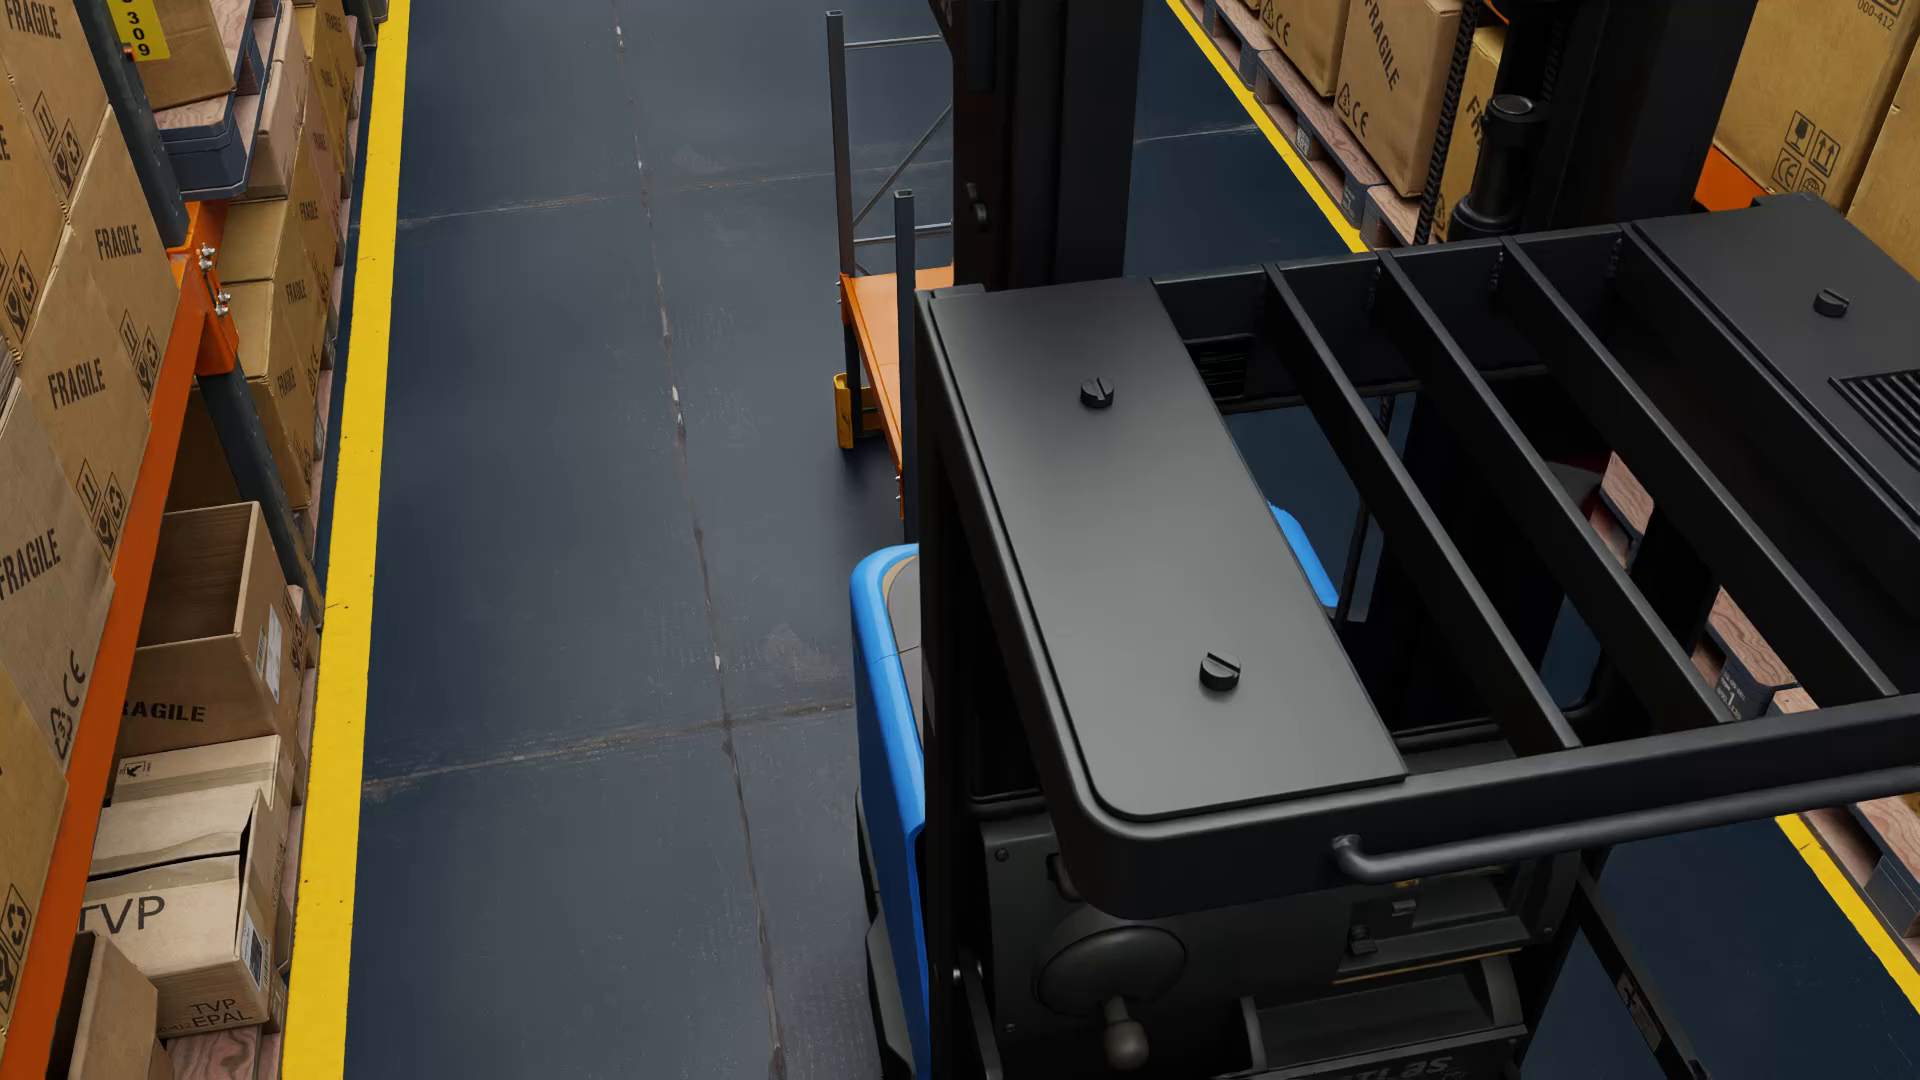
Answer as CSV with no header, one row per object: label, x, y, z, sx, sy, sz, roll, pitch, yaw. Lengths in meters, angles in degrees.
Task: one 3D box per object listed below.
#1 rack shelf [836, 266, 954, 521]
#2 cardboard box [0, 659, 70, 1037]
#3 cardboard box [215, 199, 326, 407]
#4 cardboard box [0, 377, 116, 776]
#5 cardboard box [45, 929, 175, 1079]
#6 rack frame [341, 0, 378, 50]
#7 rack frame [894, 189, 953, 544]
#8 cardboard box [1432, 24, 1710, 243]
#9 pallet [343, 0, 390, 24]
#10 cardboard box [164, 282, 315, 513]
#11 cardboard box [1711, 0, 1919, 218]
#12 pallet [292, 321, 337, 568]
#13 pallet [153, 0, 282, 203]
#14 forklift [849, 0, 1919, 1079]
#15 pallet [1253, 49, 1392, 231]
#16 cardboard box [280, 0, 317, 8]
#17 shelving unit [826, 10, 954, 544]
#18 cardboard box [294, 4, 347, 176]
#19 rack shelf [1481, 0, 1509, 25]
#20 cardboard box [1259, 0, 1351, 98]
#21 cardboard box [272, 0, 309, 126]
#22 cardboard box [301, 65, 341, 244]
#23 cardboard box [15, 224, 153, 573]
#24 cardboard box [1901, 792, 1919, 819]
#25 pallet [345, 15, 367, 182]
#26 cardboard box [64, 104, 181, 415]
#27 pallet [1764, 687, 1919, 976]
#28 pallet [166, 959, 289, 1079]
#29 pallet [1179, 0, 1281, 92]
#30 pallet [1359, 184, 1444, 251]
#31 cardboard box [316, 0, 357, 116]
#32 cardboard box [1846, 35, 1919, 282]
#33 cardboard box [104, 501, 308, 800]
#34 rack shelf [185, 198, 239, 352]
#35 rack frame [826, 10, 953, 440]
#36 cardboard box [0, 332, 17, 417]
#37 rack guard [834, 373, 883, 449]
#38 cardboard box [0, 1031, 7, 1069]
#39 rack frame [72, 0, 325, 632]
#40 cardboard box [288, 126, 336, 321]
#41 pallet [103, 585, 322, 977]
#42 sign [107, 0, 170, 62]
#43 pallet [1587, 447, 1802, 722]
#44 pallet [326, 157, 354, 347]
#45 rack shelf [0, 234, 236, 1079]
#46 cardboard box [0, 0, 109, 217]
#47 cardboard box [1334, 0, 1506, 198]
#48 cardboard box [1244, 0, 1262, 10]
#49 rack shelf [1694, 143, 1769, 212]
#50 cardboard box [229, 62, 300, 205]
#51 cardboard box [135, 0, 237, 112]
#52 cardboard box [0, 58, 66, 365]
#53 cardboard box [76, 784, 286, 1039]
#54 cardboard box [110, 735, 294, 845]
rack shelf,-0.018,-0.482,4.934,0.538,0.185,1.000,-8,42,-9
cardboard box,-1.701,0.425,2.436,0.500,0.500,0.500,-8,42,-9
cardboard box,-2.391,-0.743,5.379,0.500,0.500,0.500,-8,42,-9
cardboard box,-1.814,0.095,2.808,0.500,0.500,0.500,-7,42,-8
cardboard box,-1.988,1.165,3.227,0.797,0.503,0.637,-8,42,-9
rack frame,-3.262,-3.414,6.836,1.000,3.000,0.127,-8,42,-9
rack frame,0.091,-0.287,4.443,0.500,1.500,0.032,-8,42,-9
cardboard box,2.171,-1.289,5.746,0.750,0.750,0.750,-8,42,-9
pallet,-3.401,-2.910,8.369,1.003,0.211,1.213,-8,42,-9
cardboard box,-2.265,-0.399,4.992,0.500,0.500,0.500,-10,43,-11
cardboard box,2.539,-1.291,4.219,0.980,0.700,0.700,-8,42,-9
pallet,-2.611,-0.300,5.429,1.003,0.211,1.213,-8,42,-9
pallet,-2.464,-1.283,4.580,1.003,0.211,1.213,-8,42,-9
forklift,0.541,0.624,2.339,1.130,2.935,3.031,-8,42,-9
pallet,1.931,-1.772,7.087,1.003,0.211,1.213,-8,42,-9
cardboard box,-2.814,-2.316,6.586,0.500,0.250,0.500,-7,42,-8
shelving unit,-0.016,-0.610,4.808,0.587,1.500,1.083,-8,42,-9
cardboard box,-2.719,-1.735,6.497,0.500,0.500,0.500,-10,43,-11
rack shelf,2.006,-2.561,6.417,1.077,0.370,4.000,-8,42,-9
cardboard box,1.788,-2.415,7.014,0.750,0.750,0.750,-9,42,-9
cardboard box,-2.589,-1.653,5.839,0.500,0.250,0.500,-9,42,-10
cardboard box,-2.600,-1.396,6.115,0.500,0.500,0.500,-10,43,-11
cardboard box,-1.927,-0.237,3.182,0.500,0.500,0.500,-7,42,-8
cardboard box,2.713,0.403,4.103,0.700,0.500,0.500,-7,42,-8
pallet,-3.137,-1.882,7.211,1.003,0.211,1.213,-8,42,-9
cardboard box,-2.040,-0.571,3.559,0.500,0.500,0.500,-8,42,-9
pallet,2.792,0.806,4.183,1.003,0.211,1.213,-8,42,-9
pallet,-1.984,1.460,3.447,1.003,0.211,1.213,-8,42,-9
pallet,1.671,-2.561,7.977,1.003,0.211,1.213,-8,42,-9
pallet,2.198,-0.980,6.195,1.003,0.211,1.213,-8,42,-9
cardboard box,-2.830,-2.071,6.875,0.500,0.500,0.500,-7,42,-8
cardboard box,2.691,-0.818,3.685,0.980,0.700,0.700,-9,42,-10
cardboard box,-1.998,0.278,4.229,0.500,0.500,0.500,-8,42,-9
rack shelf,-2.830,-1.848,5.615,1.077,0.370,4.000,-8,42,-9
rack frame,-0.128,-0.946,5.186,0.500,1.500,0.032,-8,42,-9
cardboard box,-1.814,-0.283,2.481,0.500,0.500,0.500,-8,42,-9
rack guard,-0.124,-0.466,5.586,0.587,0.250,0.087,-8,42,-9
cardboard box,-1.595,0.750,2.071,0.500,0.500,0.500,-8,42,-9
rack frame,-2.398,-0.821,3.915,1.000,3.000,0.127,-8,42,-9
cardboard box,-2.491,-1.068,5.746,0.500,0.500,0.500,-8,42,-9
pallet,-2.251,0.667,4.340,1.003,0.211,1.213,-8,42,-9
sign,-1.870,-1.228,3.721,0.100,0.325,0.005,-8,42,-9
pallet,2.526,0.014,5.076,1.003,0.211,1.213,-8,42,-9
pallet,-2.877,-1.092,6.322,1.003,0.211,1.213,-8,42,-9
rack shelf,-1.966,0.744,2.694,1.077,0.370,4.000,-8,42,-9
cardboard box,-2.036,-0.942,3.223,0.500,0.500,0.500,-8,42,-9
cardboard box,1.976,-1.865,6.394,0.750,0.750,0.750,-7,42,-8
cardboard box,1.605,-2.984,7.655,0.750,0.750,0.750,-9,42,-10
rack shelf,2.870,0.032,3.496,1.077,0.370,4.000,-8,42,-9
cardboard box,-2.480,-1.328,5.473,0.500,0.250,0.500,-8,42,-9
cardboard box,-2.282,-1.355,4.125,0.700,0.500,0.500,-23,46,-23
cardboard box,-1.923,-0.610,2.849,0.500,0.500,0.500,-9,42,-10
cardboard box,-1.836,0.835,3.744,0.500,0.311,0.500,-8,42,-9
cardboard box,-1.859,0.644,4.081,0.380,0.149,0.250,-8,42,-9
